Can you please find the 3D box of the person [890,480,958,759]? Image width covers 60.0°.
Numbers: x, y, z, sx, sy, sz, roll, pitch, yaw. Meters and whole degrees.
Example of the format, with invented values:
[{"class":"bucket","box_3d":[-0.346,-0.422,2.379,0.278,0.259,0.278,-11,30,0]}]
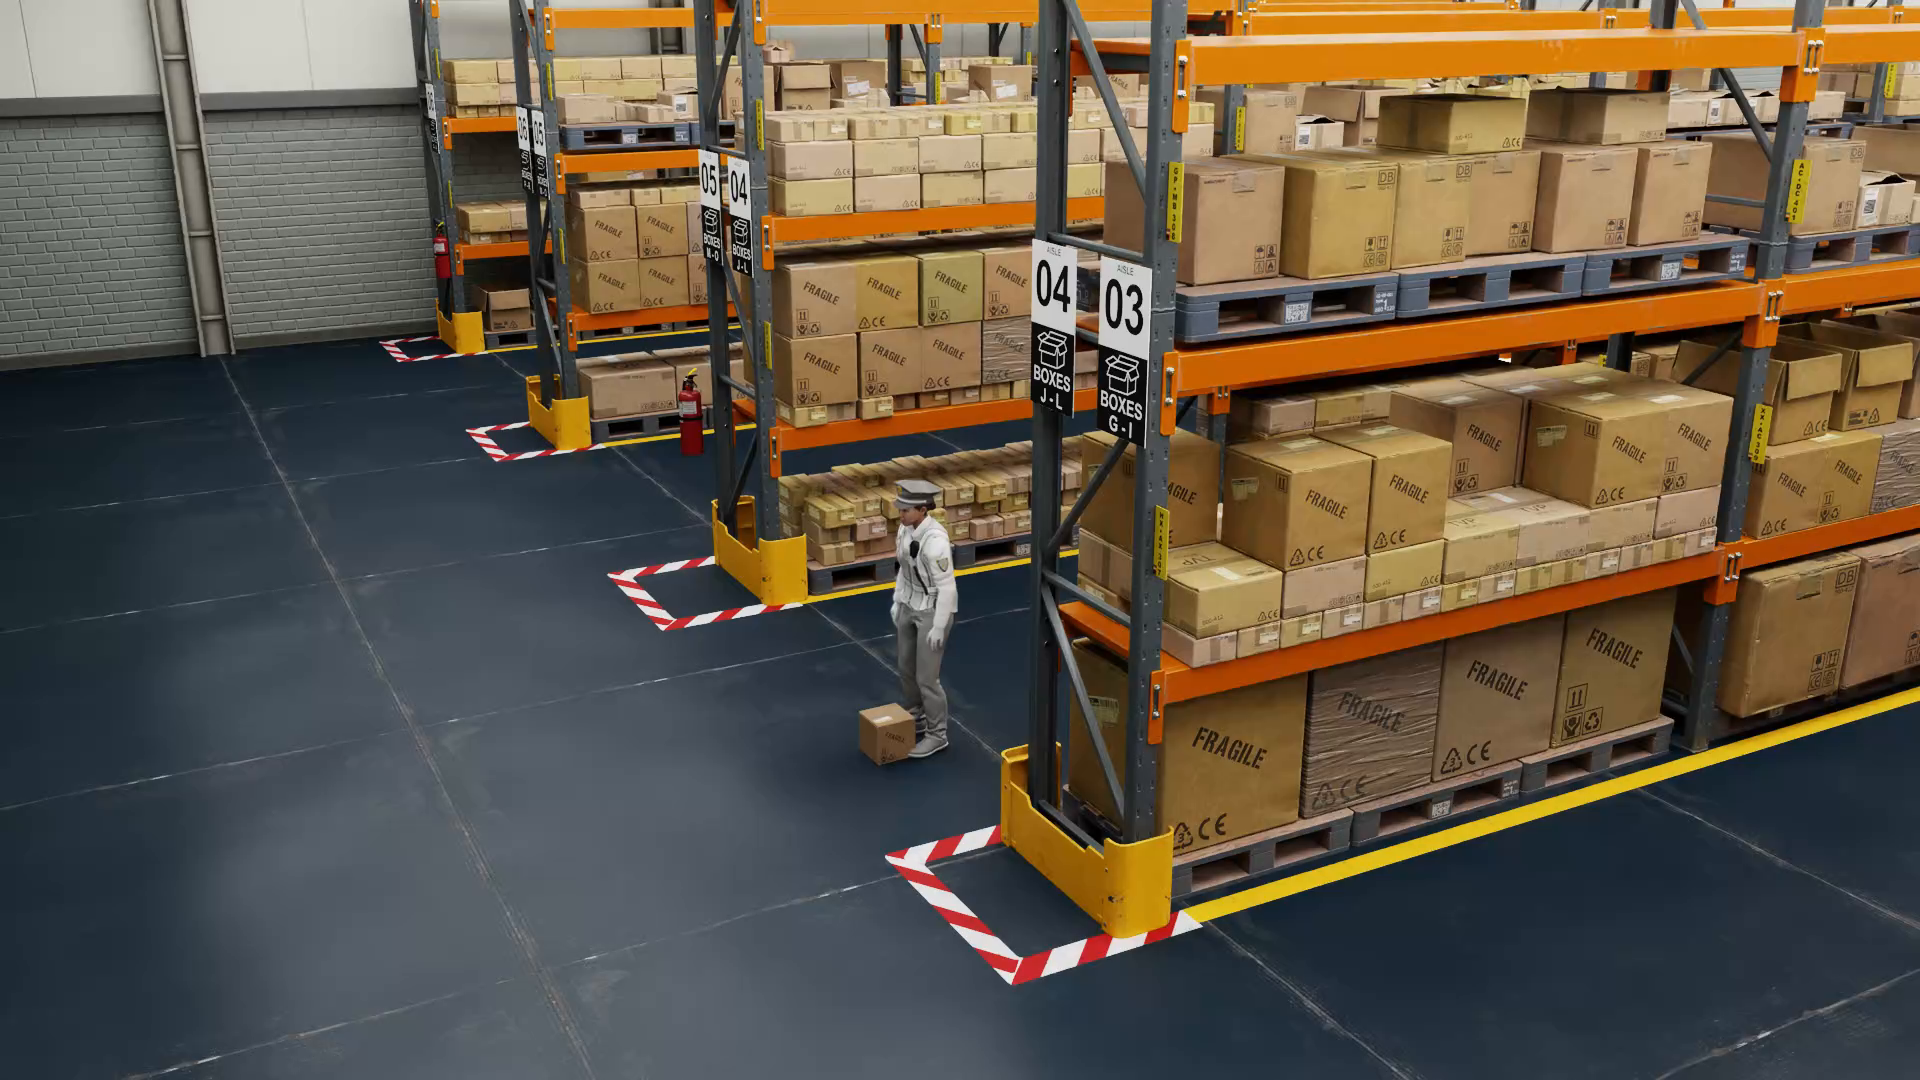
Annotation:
[{"class":"person","box_3d":[-0.220,0.442,9.736,0.369,1.667,0.547,-11,21,-29]}]
